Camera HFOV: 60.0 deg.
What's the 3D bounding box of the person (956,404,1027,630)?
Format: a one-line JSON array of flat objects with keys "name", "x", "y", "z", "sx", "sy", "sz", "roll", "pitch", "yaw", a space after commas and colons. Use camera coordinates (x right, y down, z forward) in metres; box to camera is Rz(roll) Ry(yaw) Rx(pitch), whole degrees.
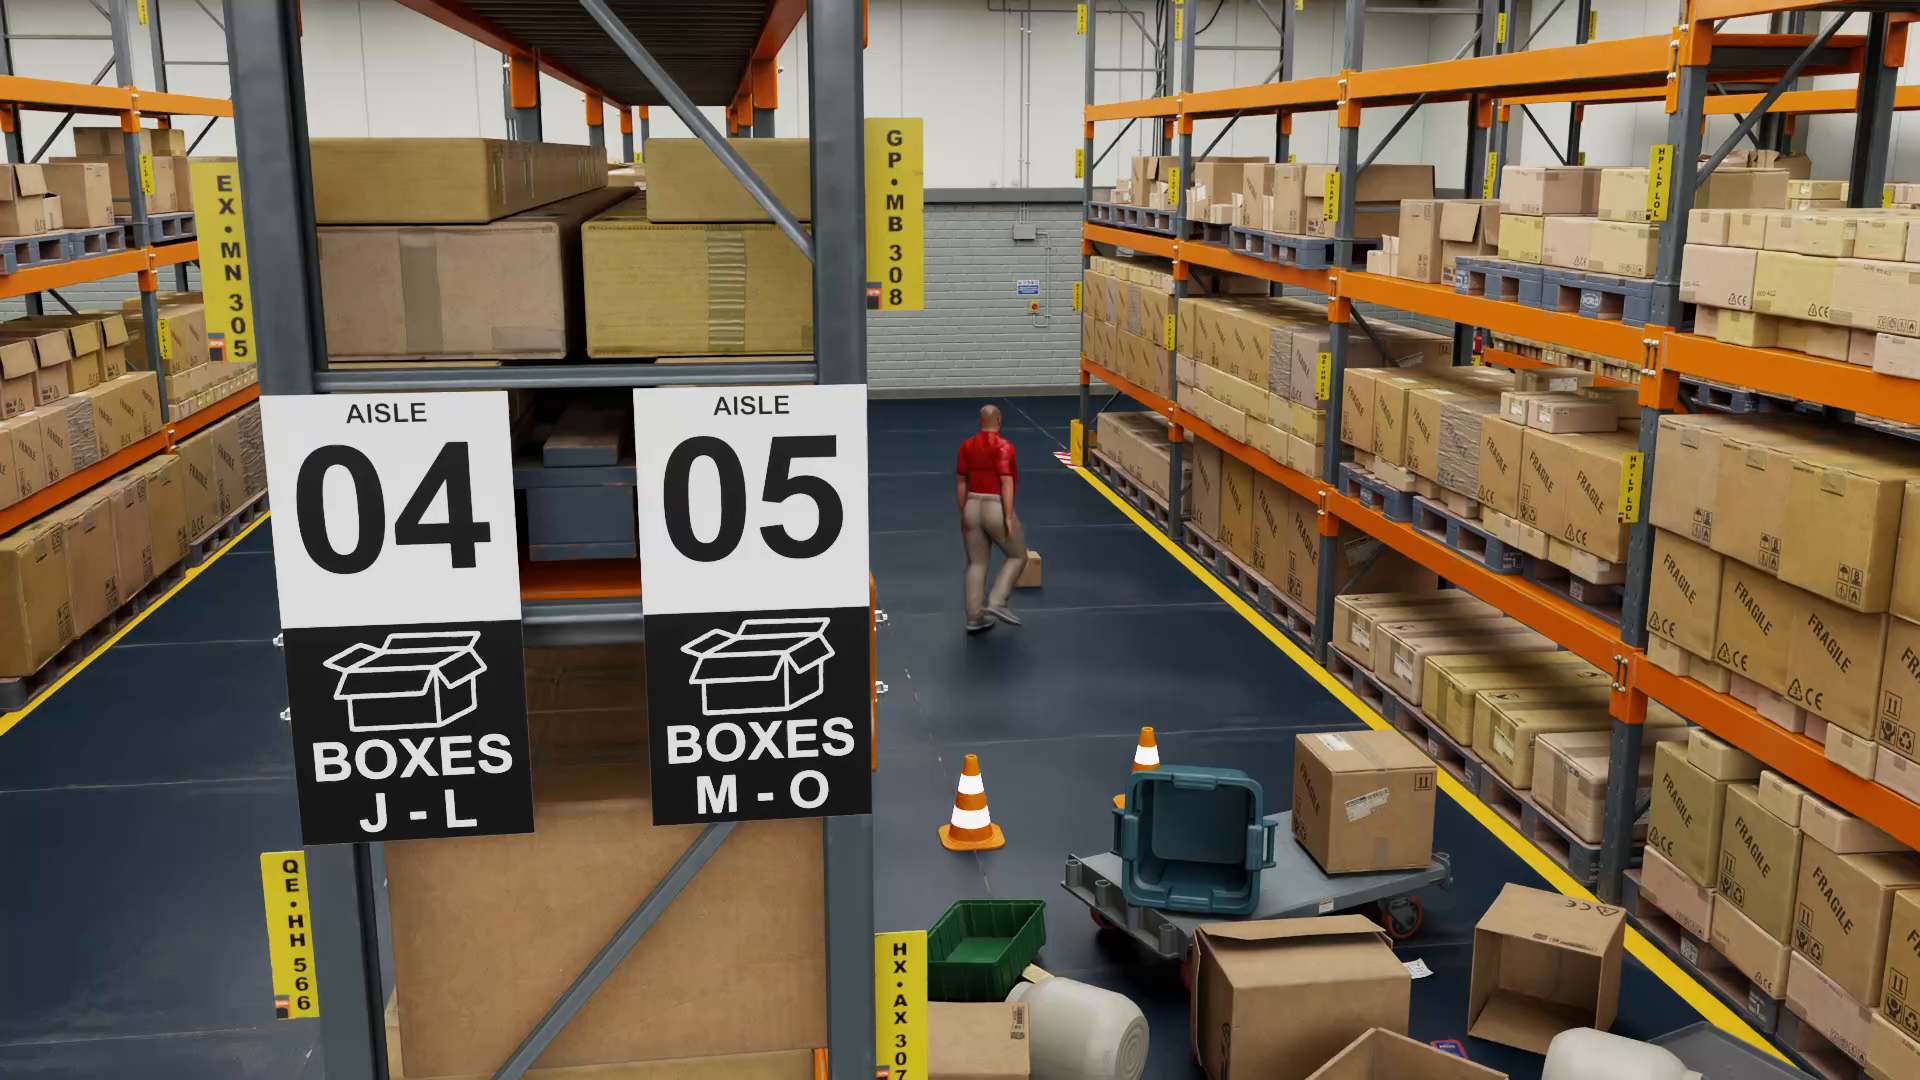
[{"name": "person", "x": 0.212, "y": -0.175, "z": 12.708, "sx": 0.569, "sy": 1.711, "sz": 0.501, "roll": 8, "pitch": 15, "yaw": 31}]
